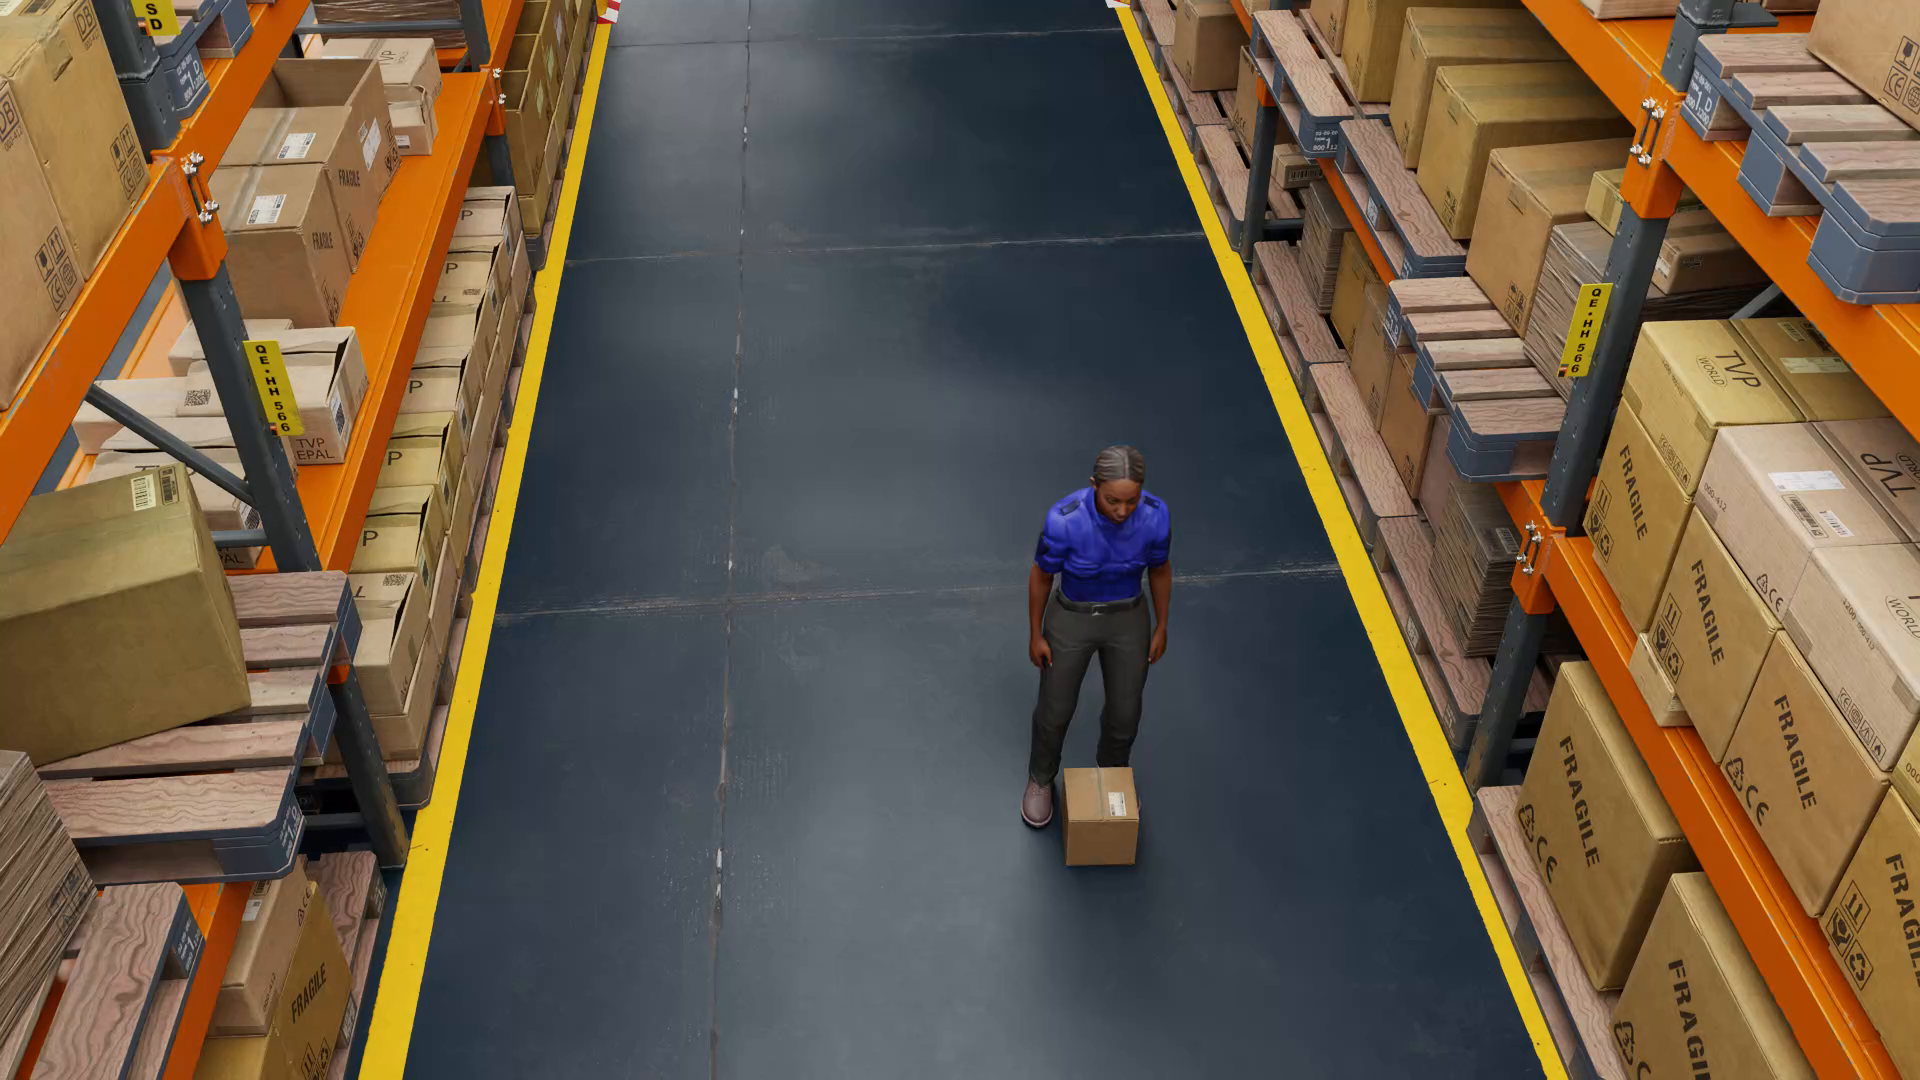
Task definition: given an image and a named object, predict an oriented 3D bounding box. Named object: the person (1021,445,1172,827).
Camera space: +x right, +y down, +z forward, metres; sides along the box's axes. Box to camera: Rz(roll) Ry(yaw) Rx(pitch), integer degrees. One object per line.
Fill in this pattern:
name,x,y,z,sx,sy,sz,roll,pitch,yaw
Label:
person,0.474,0.315,5.774,0.511,1.654,0.351,-3,39,-4
